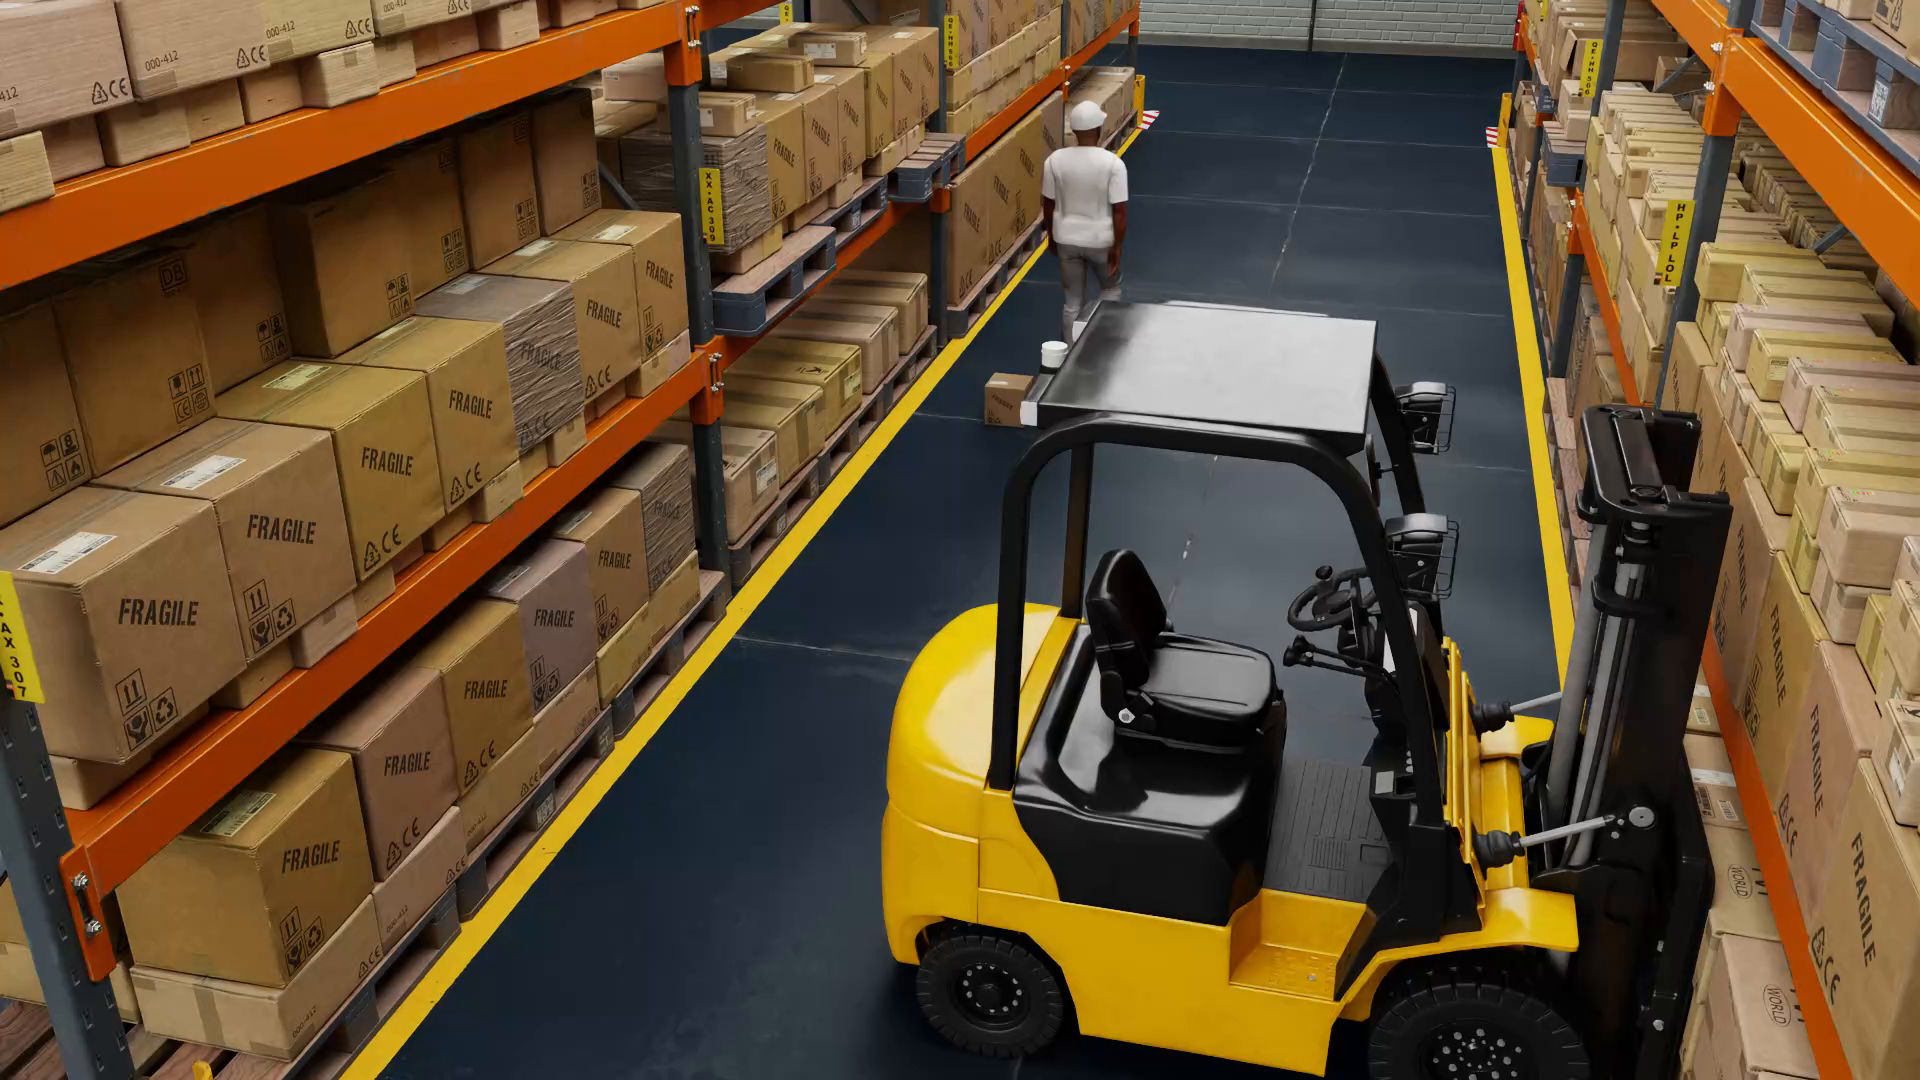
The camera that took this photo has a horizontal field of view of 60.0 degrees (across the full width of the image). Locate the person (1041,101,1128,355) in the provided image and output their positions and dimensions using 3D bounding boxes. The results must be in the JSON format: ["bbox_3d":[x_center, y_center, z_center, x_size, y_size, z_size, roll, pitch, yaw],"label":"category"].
[{"bbox_3d":[0.803,-1.891,10.613,0.566,1.816,0.498,7,26,14],"label":"person"}]
